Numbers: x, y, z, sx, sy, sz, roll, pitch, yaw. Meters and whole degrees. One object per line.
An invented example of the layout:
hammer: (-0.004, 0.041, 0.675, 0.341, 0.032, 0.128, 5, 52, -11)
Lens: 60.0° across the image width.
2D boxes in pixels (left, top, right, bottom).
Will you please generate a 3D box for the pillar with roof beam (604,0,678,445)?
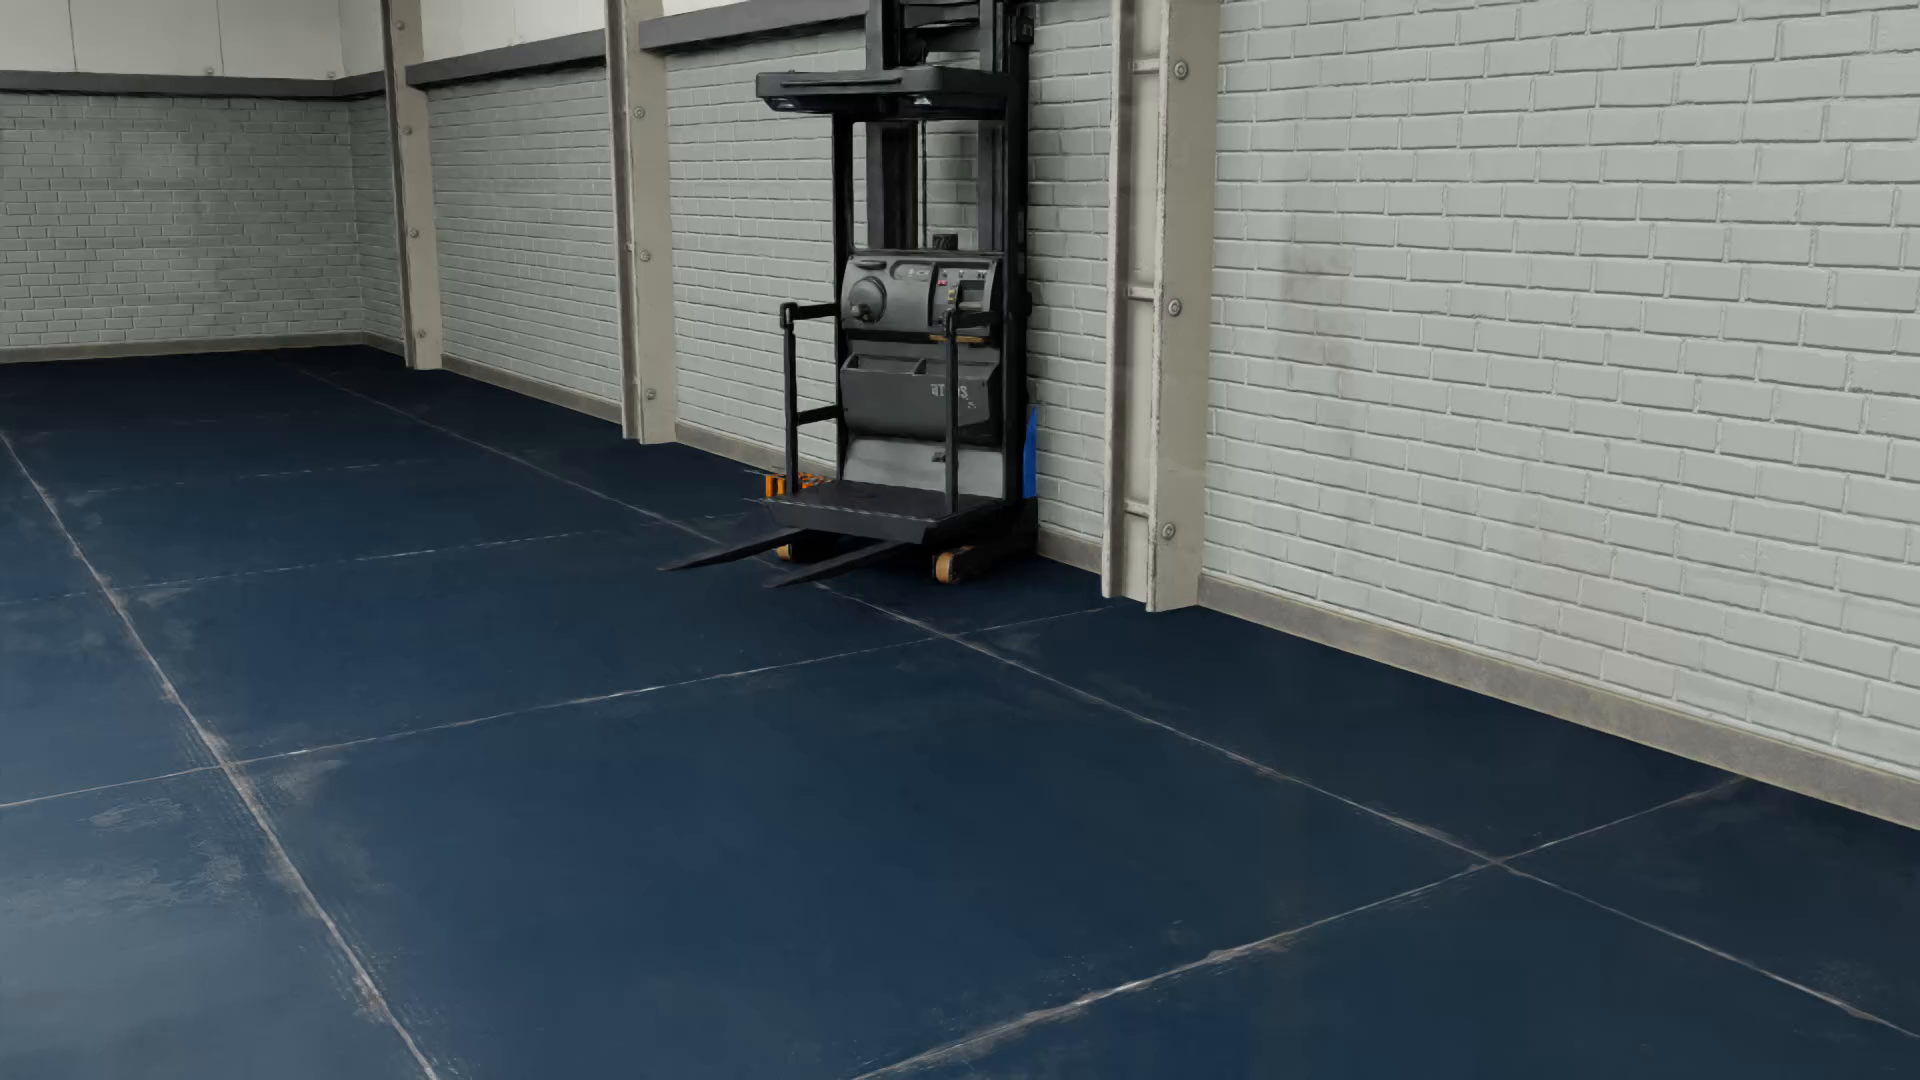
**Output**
pillar with roof beam: (-5.985, -4.665, 9.631, 9.100, 9.000, 0.400, -8, 15, -33)

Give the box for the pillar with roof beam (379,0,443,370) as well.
pillar with roof beam: (-9.309, -5.732, 14.511, 9.100, 9.000, 0.400, -8, 15, -33)

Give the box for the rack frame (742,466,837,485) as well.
rack frame: (-0.868, -0.365, 10.148, 0.240, 0.006, 1.200, -12, 17, -43)

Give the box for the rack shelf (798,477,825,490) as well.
rack shelf: (-0.921, -0.287, 10.221, 0.258, 0.180, 0.103, -12, 17, -43)

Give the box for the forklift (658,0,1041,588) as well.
forklift: (-0.326, -1.318, 8.530, 1.130, 2.935, 3.031, 7, 14, 31)

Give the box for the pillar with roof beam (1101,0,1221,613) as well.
pillar with roof beam: (-2.660, -3.598, 4.752, 9.100, 9.000, 0.400, -8, 15, -33)

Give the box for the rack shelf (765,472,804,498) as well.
rack shelf: (-1.089, -0.324, 10.388, 0.258, 0.180, 0.103, -12, 17, -43)

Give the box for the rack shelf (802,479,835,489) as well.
rack shelf: (-0.837, -0.269, 10.137, 0.258, 0.180, 0.103, -12, 17, -43)

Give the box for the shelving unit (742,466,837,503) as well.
shelving unit: (-0.868, -0.275, 10.168, 0.258, 0.189, 1.200, -12, 17, -43)

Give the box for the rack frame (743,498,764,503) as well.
rack frame: (-0.868, -0.186, 10.187, 0.240, 0.006, 1.200, -12, 17, -43)

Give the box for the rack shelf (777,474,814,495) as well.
rack shelf: (-1.005, -0.305, 10.304, 0.258, 0.180, 0.103, -12, 17, -43)
